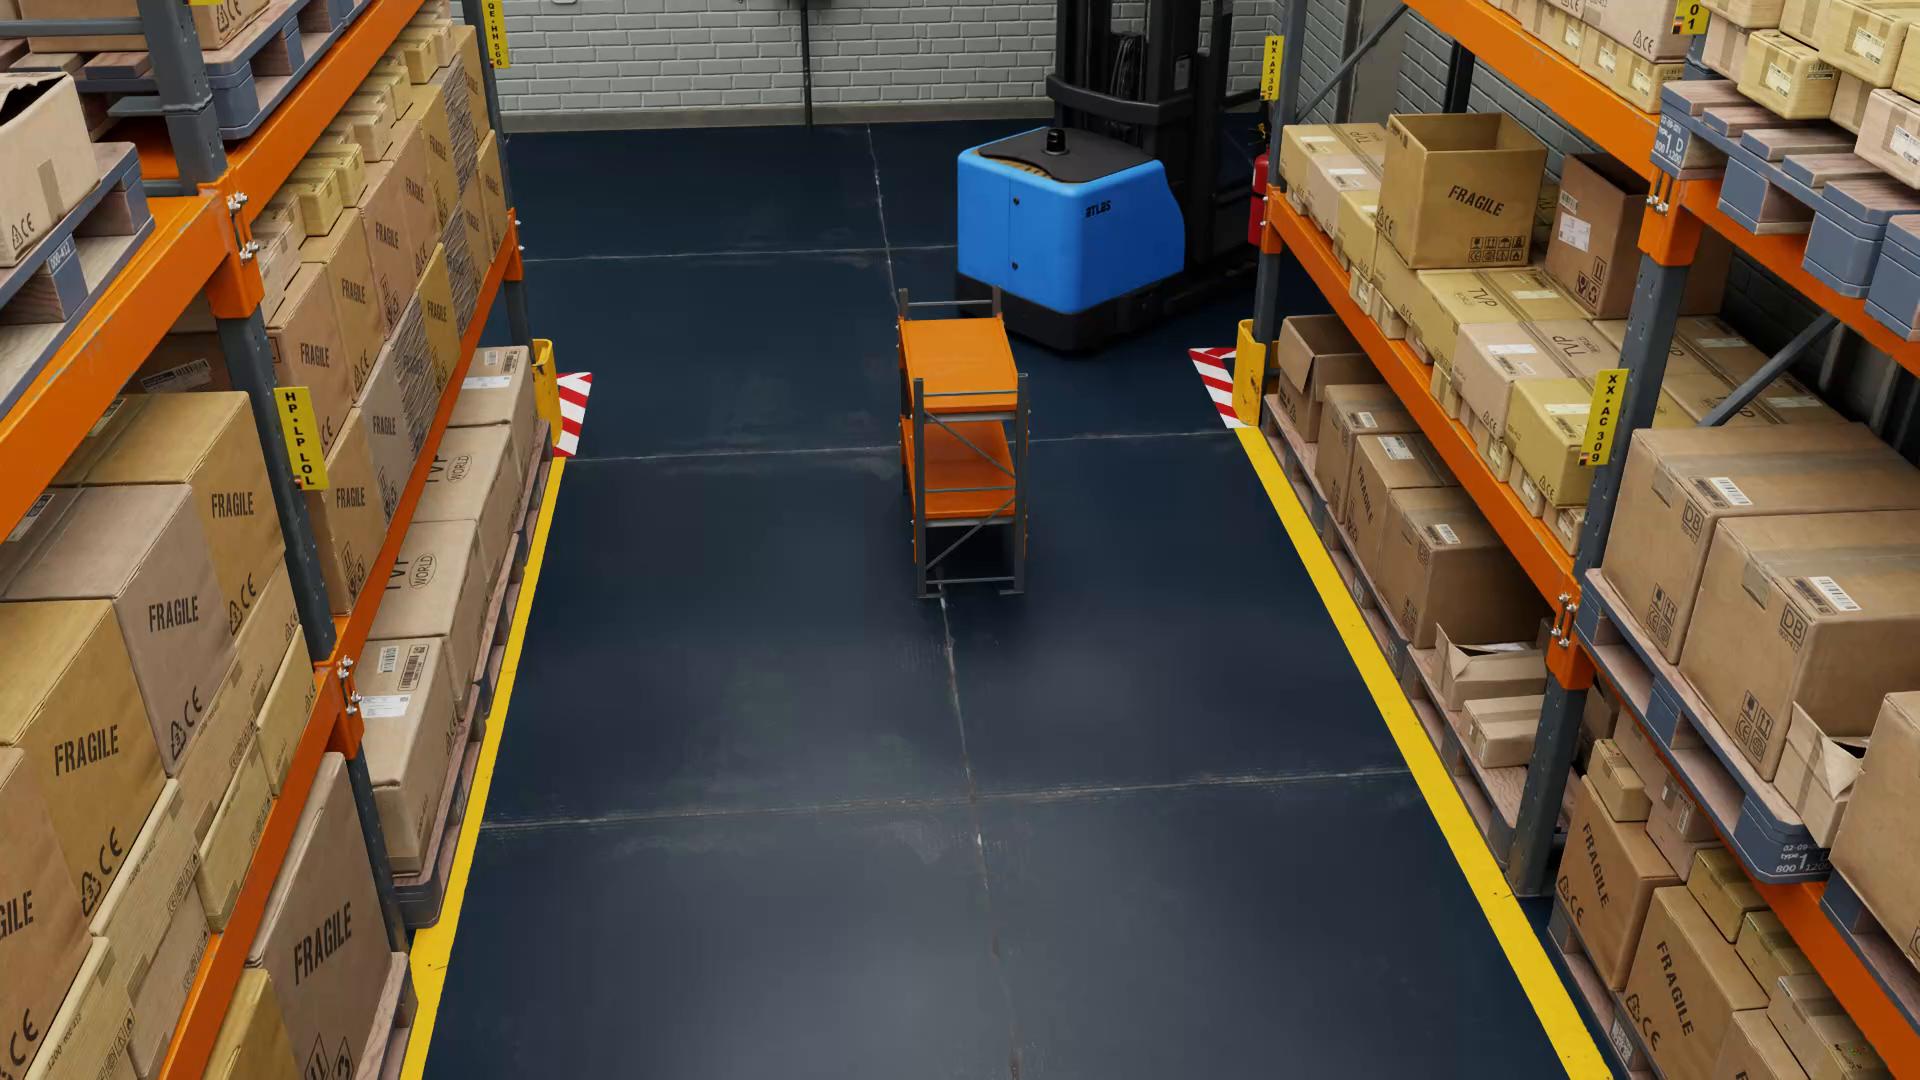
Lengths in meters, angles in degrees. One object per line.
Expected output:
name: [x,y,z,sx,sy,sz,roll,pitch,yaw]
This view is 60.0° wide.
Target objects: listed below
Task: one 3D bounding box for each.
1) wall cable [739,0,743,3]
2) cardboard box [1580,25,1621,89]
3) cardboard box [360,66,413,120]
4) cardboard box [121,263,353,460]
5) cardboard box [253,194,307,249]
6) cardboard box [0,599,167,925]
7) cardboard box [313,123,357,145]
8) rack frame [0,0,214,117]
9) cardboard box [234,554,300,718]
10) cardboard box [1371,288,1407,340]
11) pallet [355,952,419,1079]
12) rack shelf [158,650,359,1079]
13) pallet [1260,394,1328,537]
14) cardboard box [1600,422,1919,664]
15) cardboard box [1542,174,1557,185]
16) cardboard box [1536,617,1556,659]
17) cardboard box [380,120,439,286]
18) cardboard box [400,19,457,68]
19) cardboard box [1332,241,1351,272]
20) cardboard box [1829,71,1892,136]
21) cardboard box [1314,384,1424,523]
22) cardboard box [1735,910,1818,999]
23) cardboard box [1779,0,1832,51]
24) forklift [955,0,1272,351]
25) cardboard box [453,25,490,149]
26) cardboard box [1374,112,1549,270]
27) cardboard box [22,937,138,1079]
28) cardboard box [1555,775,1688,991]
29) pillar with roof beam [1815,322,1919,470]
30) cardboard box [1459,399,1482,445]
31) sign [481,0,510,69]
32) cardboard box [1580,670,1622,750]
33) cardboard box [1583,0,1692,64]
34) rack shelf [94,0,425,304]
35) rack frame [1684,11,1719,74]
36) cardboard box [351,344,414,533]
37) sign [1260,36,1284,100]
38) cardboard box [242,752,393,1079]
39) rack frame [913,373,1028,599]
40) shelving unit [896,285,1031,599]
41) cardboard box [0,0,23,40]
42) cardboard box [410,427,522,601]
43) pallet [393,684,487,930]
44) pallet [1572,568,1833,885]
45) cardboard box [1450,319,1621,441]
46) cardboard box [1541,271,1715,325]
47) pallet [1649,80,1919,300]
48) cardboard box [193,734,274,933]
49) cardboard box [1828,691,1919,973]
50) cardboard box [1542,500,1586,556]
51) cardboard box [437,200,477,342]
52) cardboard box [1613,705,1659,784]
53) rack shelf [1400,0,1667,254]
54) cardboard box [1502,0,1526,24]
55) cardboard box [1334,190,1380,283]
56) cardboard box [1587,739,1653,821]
wall cable: [-1.936,-5.224,13.079,0.588,1.984,0.122,-3,31,-5]
cardboard box: [2.171,-1.508,5.169,0.380,0.149,0.250,-3,31,-5]
cardboard box: [-2.390,-1.764,6.573,0.380,0.149,0.250,-2,31,-3]
cardboard box: [-2.227,-0.521,5.124,0.500,0.500,0.500,-3,31,-4]
cardboard box: [-2.300,-0.977,5.255,0.380,0.149,0.250,-3,31,-5]
cardboard box: [-2.048,0.474,3.459,0.500,0.500,0.500,-2,31,-3]
cardboard box: [-2.364,-1.368,5.909,0.380,0.149,0.250,-3,31,-5]
rack frame: [-2.423,-2.369,3.441,1.000,3.000,0.127,-3,31,-5]
cardboard box: [-2.140,0.270,4.532,0.500,0.250,0.500,-3,31,-5]
cardboard box: [2.018,-0.993,7.233,0.380,0.149,0.250,-2,31,-3]
pallet: [-2.276,1.794,5.041,1.003,0.211,1.213,-3,31,-5]
rack shelf: [-2.237,1.536,3.454,1.077,0.370,4.000,-3,31,-5]
pallet: [2.227,-0.432,8.769,1.003,0.211,1.213,-3,31,-5]
cardboard box: [2.341,0.001,4.816,0.700,0.500,0.500,-2,31,-3]
cardboard box: [2.499,-1.653,7.949,0.500,0.250,0.500,-3,31,-4]
cardboard box: [2.651,0.440,6.958,0.380,0.149,0.250,-3,31,-5]
cardboard box: [-2.349,-1.298,6.426,0.500,0.500,0.500,-3,31,-5]
cardboard box: [-2.409,-2.157,7.230,0.380,0.149,0.250,-3,31,-5]
cardboard box: [1.994,-1.395,7.905,0.380,0.149,0.250,-2,31,-3]
cardboard box: [2.261,-1.006,3.823,0.380,0.149,0.250,-2,31,-4]
cardboard box: [2.148,-0.428,8.069,0.700,0.500,0.500,-2,31,-3]
cardboard box: [2.464,1.184,4.738,0.380,0.149,0.250,-3,31,-5]
cardboard box: [2.205,-1.258,3.954,0.380,0.149,0.250,-2,31,-4]
forklift: [1.386,-3.043,10.487,3.031,2.935,1.130,-26,39,-36]
cardboard box: [-2.515,-2.073,7.723,0.500,0.500,0.500,-2,31,-3]
cardboard box: [2.059,-1.450,6.878,0.500,0.500,0.500,-2,31,-3]
cardboard box: [-1.967,1.049,3.227,0.500,0.250,0.500,-2,31,-4]
cardboard box: [2.339,1.117,5.482,0.500,0.500,0.500,-1,31,-2]
pillar with roof beam: [-0.936,-2.801,4.164,9.100,9.000,0.400,-3,31,-5]
cardboard box: [2.145,-0.475,6.365,0.380,0.149,0.250,-2,31,-3]
sign: [-2.256,-2.454,8.072,0.100,0.325,0.005,-3,31,-5]
cardboard box: [2.692,0.592,6.546,0.500,0.311,0.500,-2,31,-3]
cardboard box: [2.224,-1.619,4.966,0.500,0.250,0.500,-3,31,-4]
rack shelf: [-2.610,-1.794,6.104,1.077,0.370,4.000,-3,31,-5]
rack frame: [2.518,-2.609,3.842,1.000,3.000,0.127,-3,31,-5]
cardboard box: [-2.250,-0.346,5.806,0.500,0.500,0.500,-3,31,-4]
sign: [1.604,-2.421,8.534,0.100,0.325,0.005,-3,31,-5]
cardboard box: [-2.286,1.251,4.893,0.875,0.875,0.875,-2,31,-3]
rack frame: [0.047,-0.227,7.533,0.500,1.125,0.032,-3,31,-5]
shelving unit: [-0.001,-0.486,7.967,0.538,1.125,1.048,-3,31,-5]
cardboard box: [-2.802,-1.558,4.632,0.396,0.266,0.258,-2,31,-3]
cardboard box: [-2.542,-0.117,7.610,0.875,0.438,0.875,-2,31,-3]
pallet: [-2.417,1.012,6.351,1.003,0.211,1.213,-3,31,-5]
pallet: [2.484,0.462,4.738,1.003,0.211,1.213,-3,31,-5]
cardboard box: [2.166,-0.600,6.186,0.500,0.250,0.500,-3,31,-4]
cardboard box: [2.641,-0.882,6.657,0.500,0.250,0.500,-2,31,-4]
pallet: [2.509,-0.904,4.097,1.213,0.211,1.003,-3,31,-5]
cardboard box: [-2.084,0.748,4.219,0.500,0.250,0.500,-3,31,-5]
cardboard box: [2.462,0.666,3.702,0.700,0.500,0.500,-3,31,-5]
cardboard box: [2.237,-0.076,5.697,0.380,0.149,0.250,-2,31,-4]
cardboard box: [-2.399,-1.126,7.113,0.500,0.500,0.500,-2,31,-3]
cardboard box: [2.347,0.646,5.348,0.380,0.149,0.250,-3,31,-5]
rack shelf: [2.331,-2.033,6.505,1.077,0.370,4.000,-3,31,-5]
cardboard box: [2.140,-1.909,5.840,0.380,0.149,0.250,-2,31,-3]
cardboard box: [2.017,-1.378,7.489,0.500,0.250,0.500,-3,31,-6]
cardboard box: [2.287,0.777,5.420,0.380,0.149,0.250,-1,31,-2]
